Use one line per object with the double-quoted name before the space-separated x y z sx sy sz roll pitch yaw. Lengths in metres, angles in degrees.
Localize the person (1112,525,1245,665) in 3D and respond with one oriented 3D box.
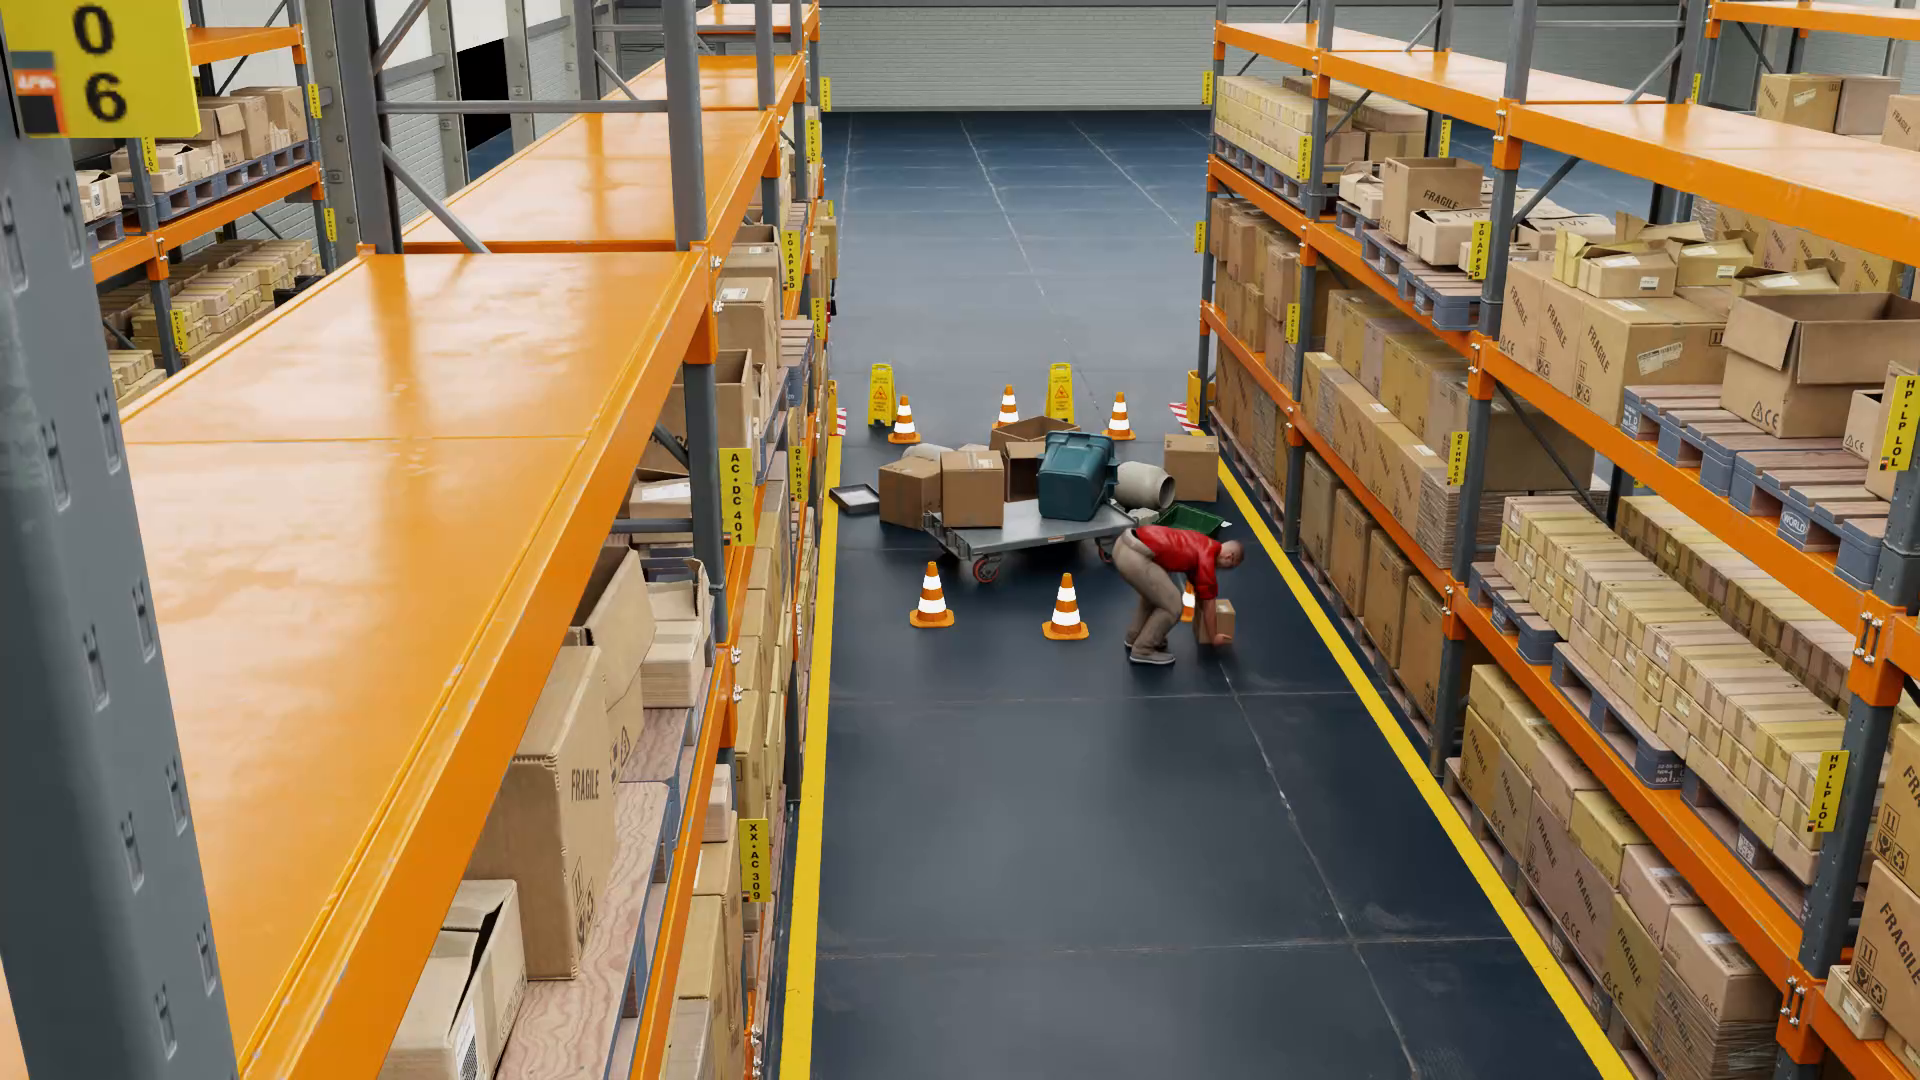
"person" 1.574 0.368 12.027 0.959 0.989 0.528 -2 20 -6
